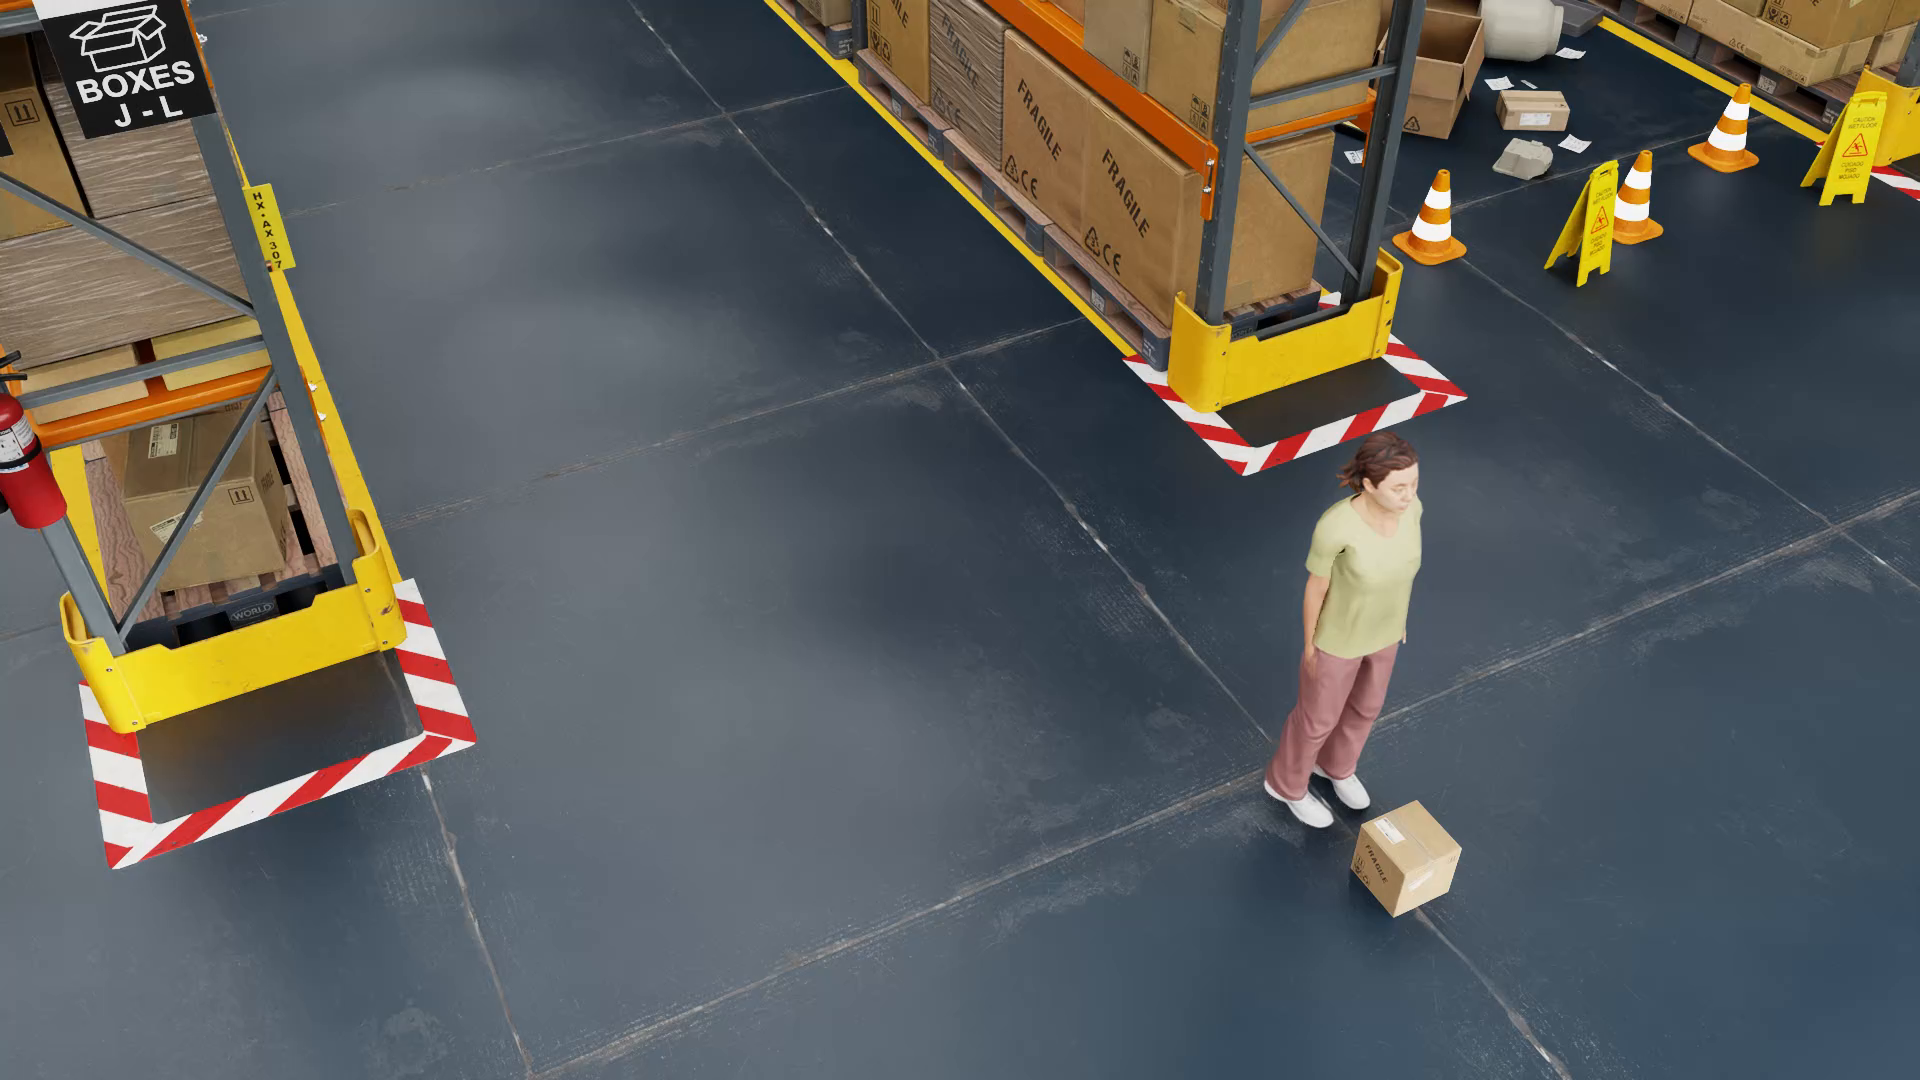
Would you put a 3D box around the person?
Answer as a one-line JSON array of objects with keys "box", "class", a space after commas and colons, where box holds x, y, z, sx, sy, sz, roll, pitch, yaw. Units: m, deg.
[{"box": [1.378, 0.319, 5.803, 0.444, 1.671, 0.369, -18, 44, -19], "class": "person"}]
